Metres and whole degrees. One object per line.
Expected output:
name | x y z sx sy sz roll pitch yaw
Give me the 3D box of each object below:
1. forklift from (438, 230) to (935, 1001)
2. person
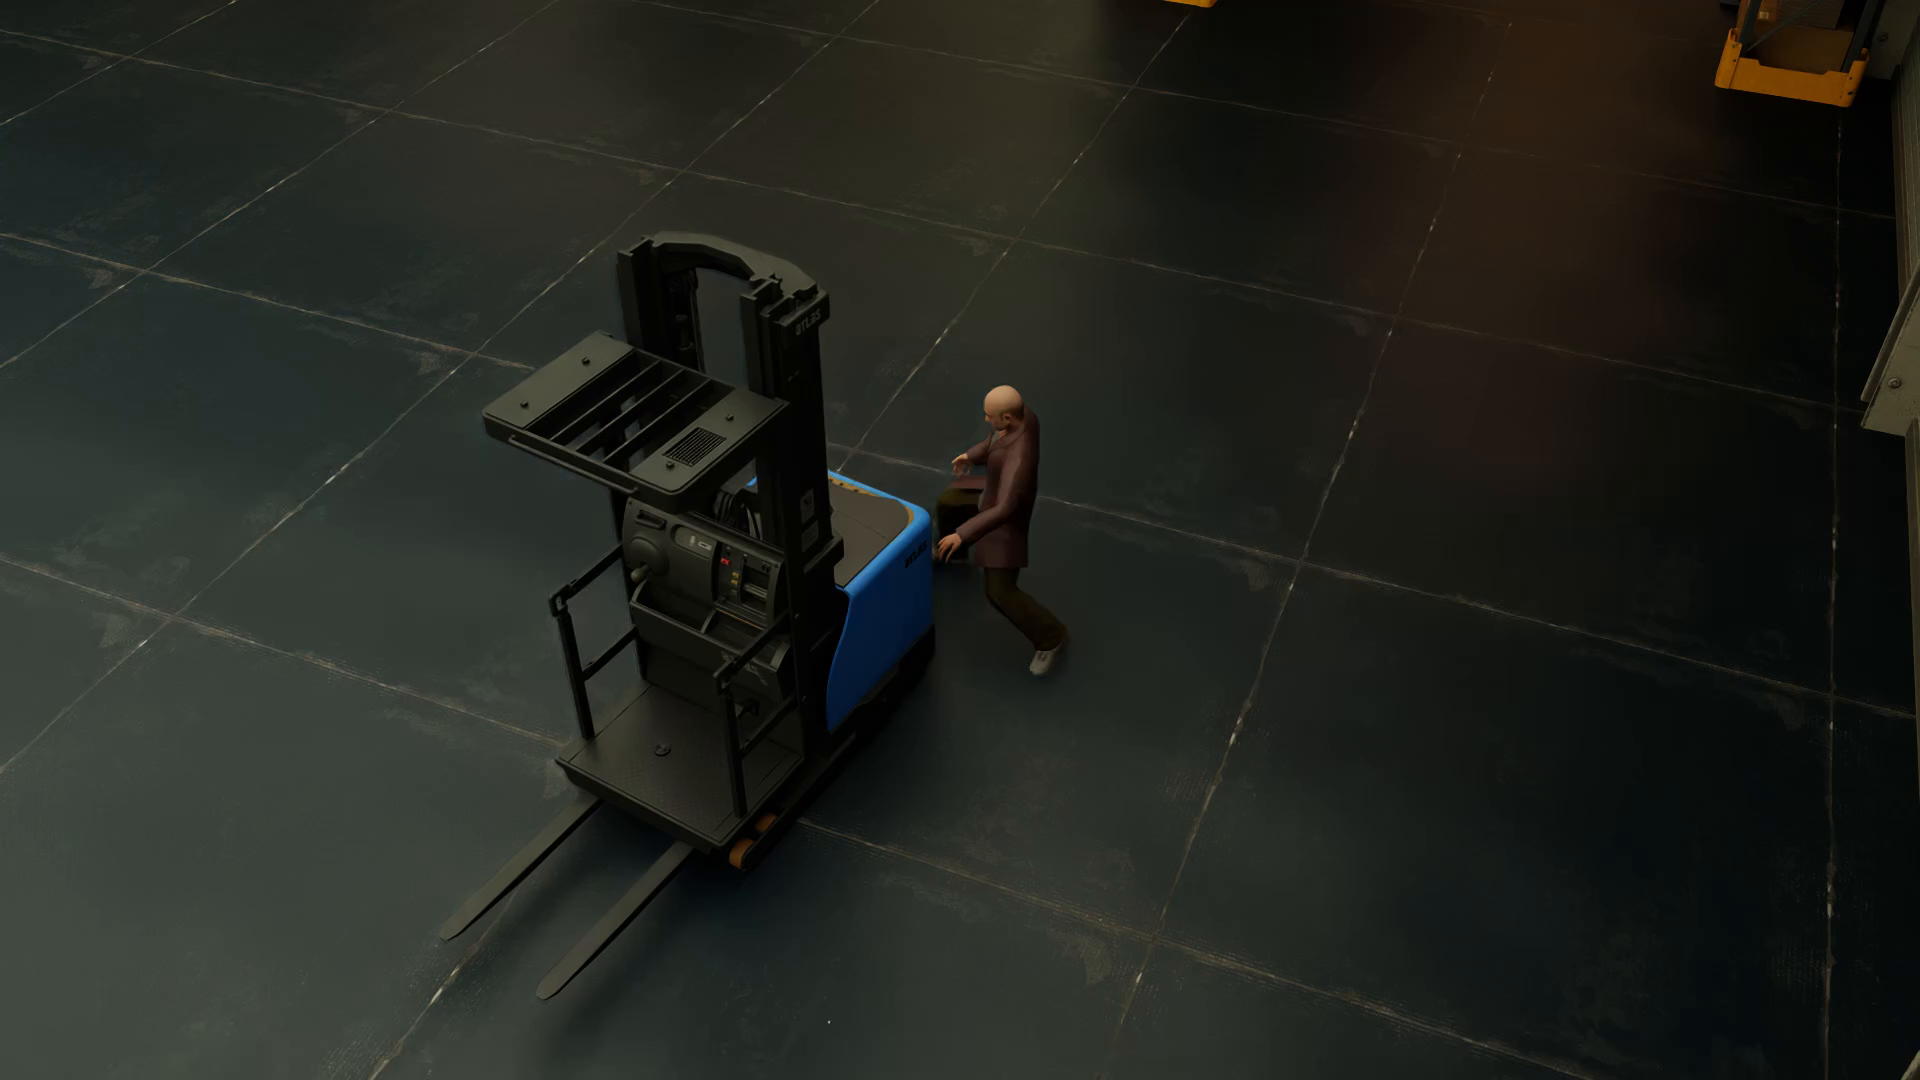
forklift | -1.348 0.180 7.792 1.130 2.935 3.031 22 45 24
person | 0.158 -0.164 9.286 0.967 1.632 1.033 1 40 1
